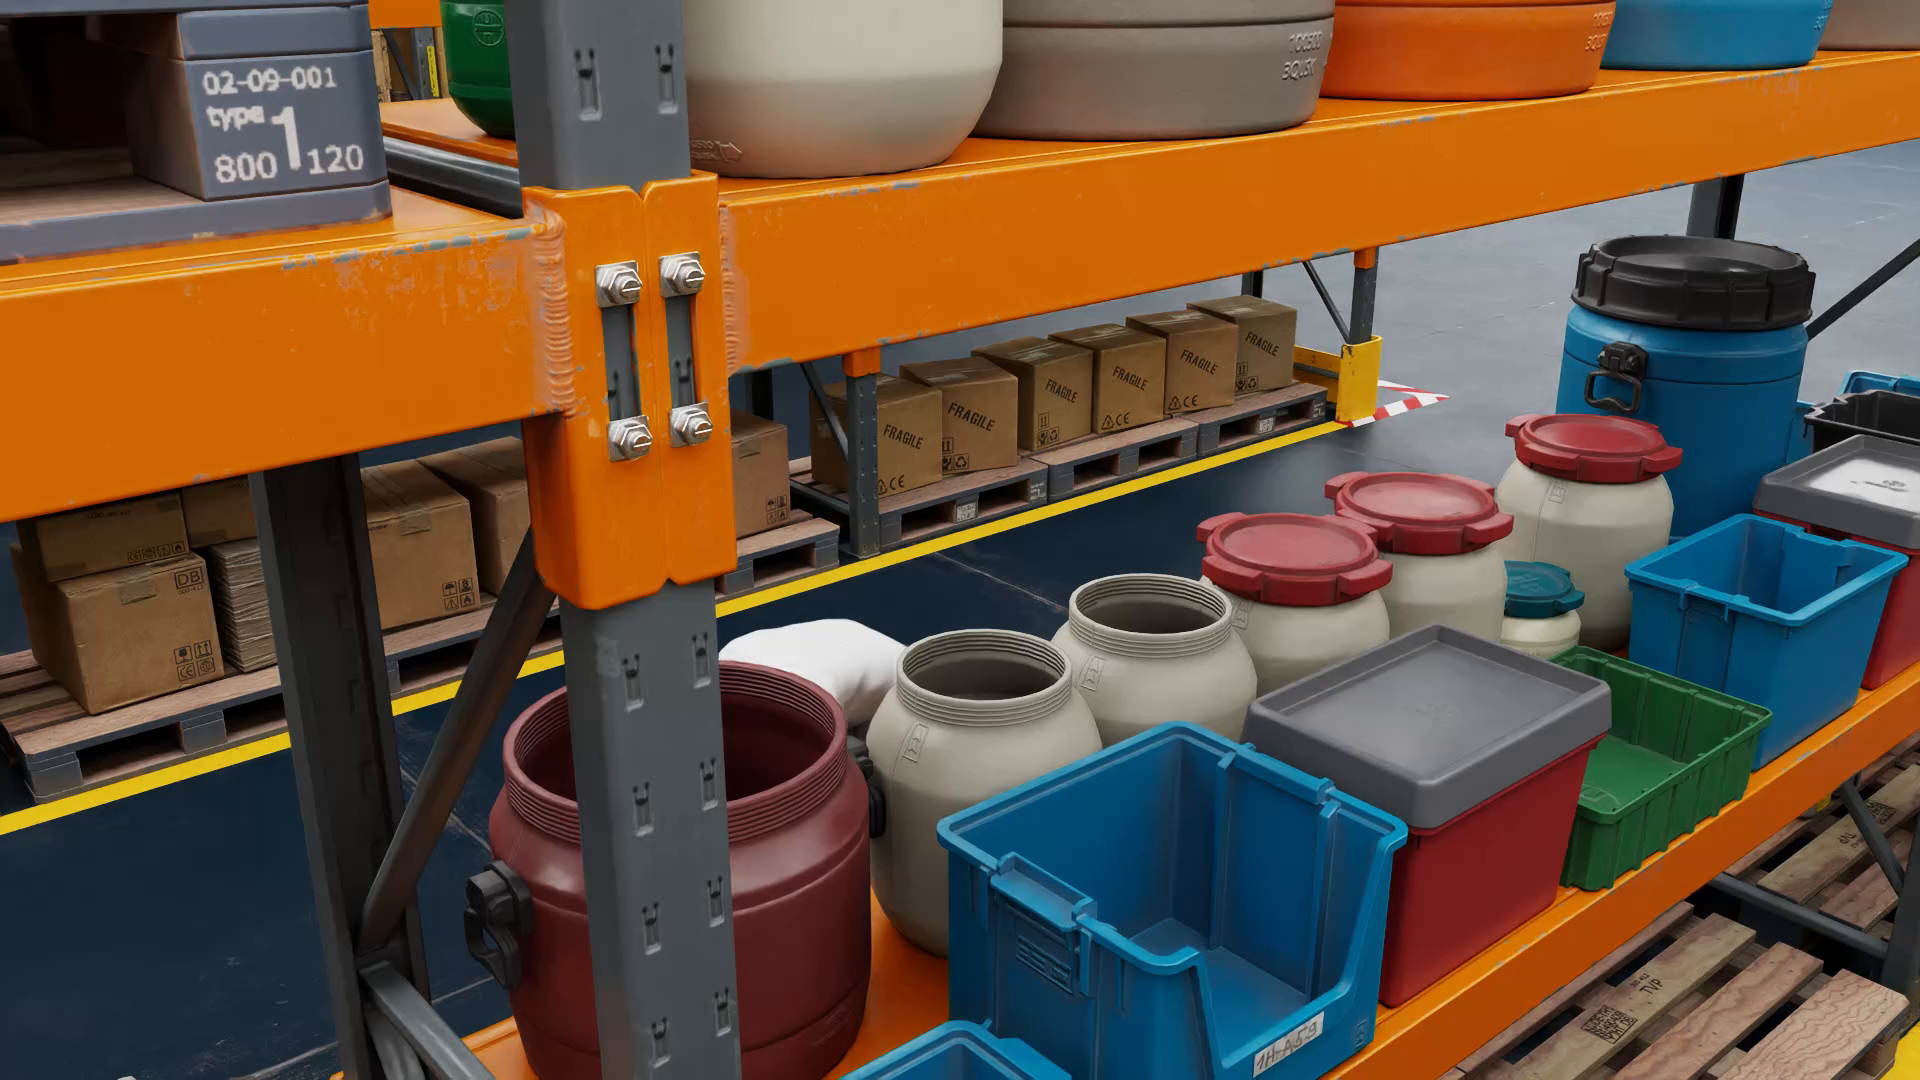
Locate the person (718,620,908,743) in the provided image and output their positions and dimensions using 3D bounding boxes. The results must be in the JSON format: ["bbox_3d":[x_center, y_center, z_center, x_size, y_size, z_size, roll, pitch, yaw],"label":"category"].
[{"bbox_3d":[-0.470,0.788,4.883,0.934,1.162,0.583,-18,27,-40],"label":"person"}]
